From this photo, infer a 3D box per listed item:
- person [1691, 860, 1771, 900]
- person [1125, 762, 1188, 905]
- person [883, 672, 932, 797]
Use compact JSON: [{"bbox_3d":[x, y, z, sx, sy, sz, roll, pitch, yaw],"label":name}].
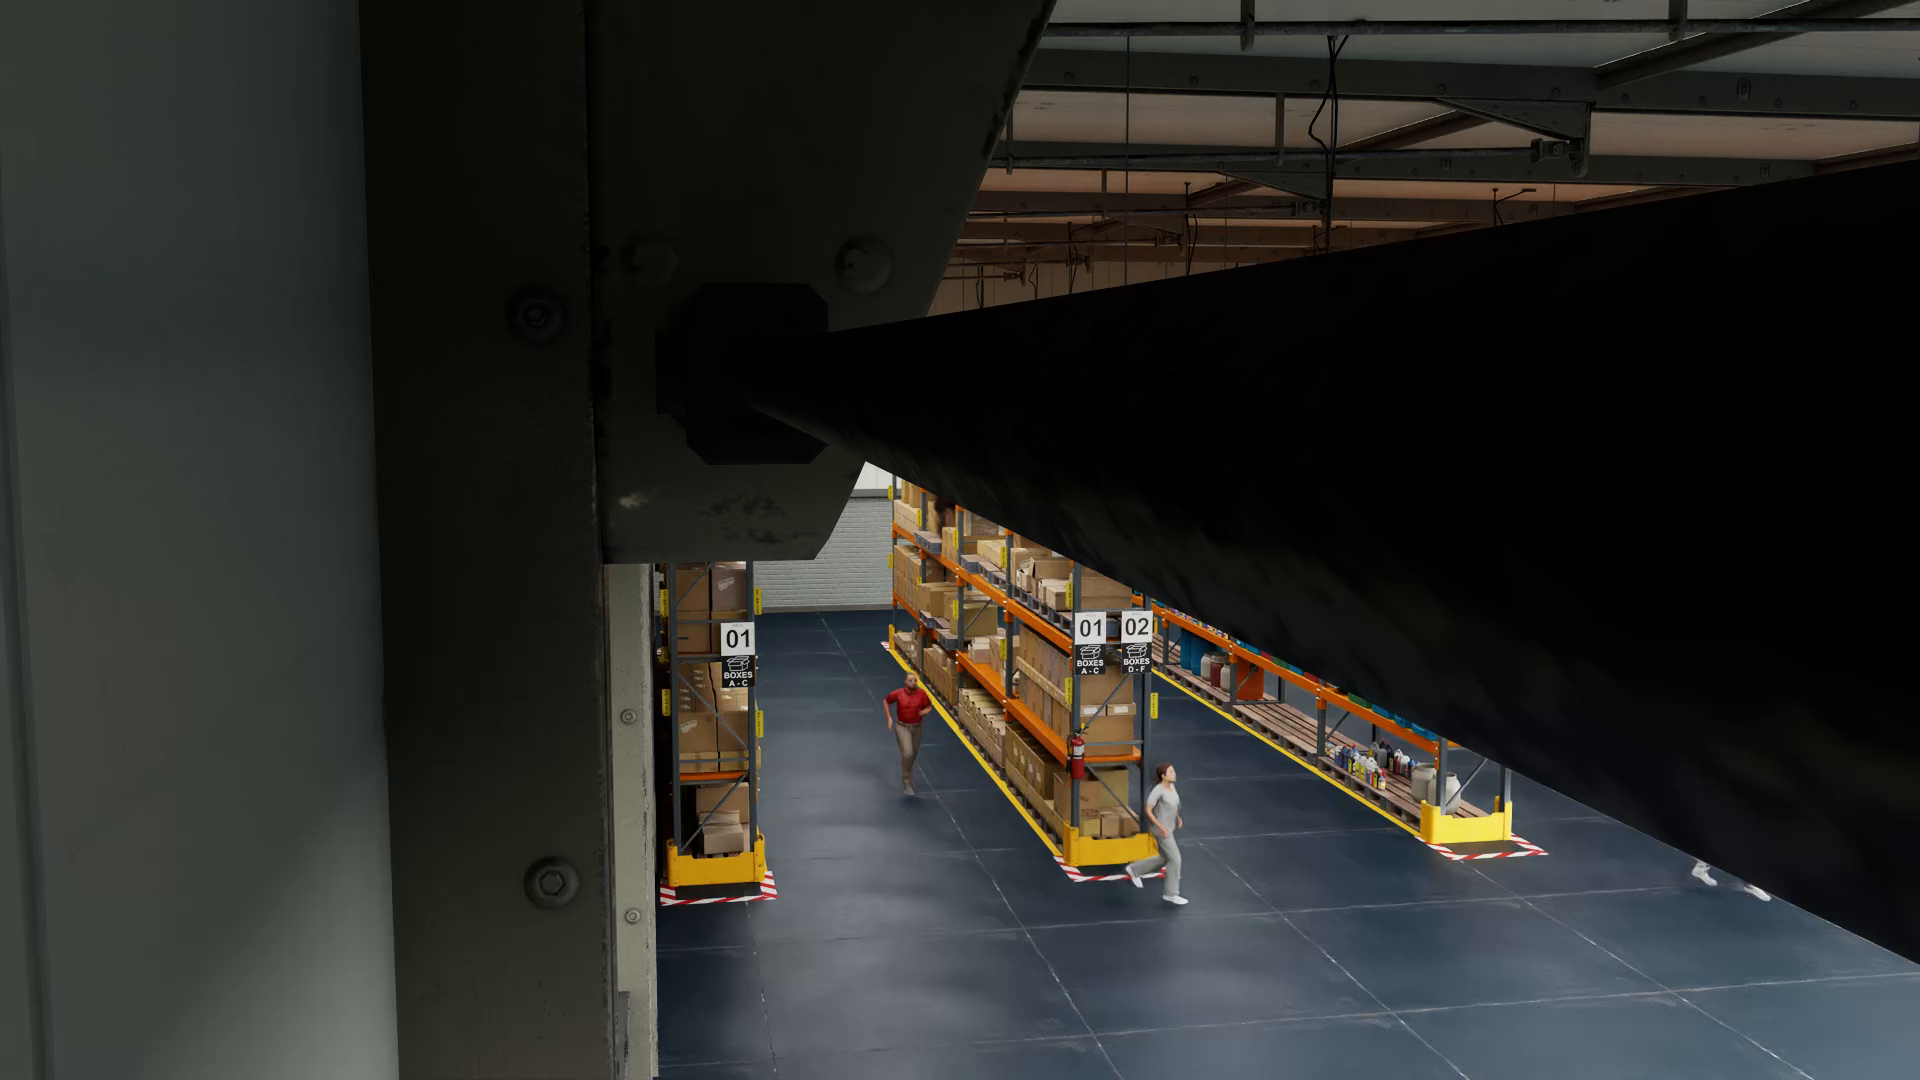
[{"bbox_3d":[9.190,3.312,19.744,0.877,1.827,0.655,3,7,24],"label":"person"},{"bbox_3d":[2.321,3.401,19.509,0.792,1.657,0.567,3,7,28],"label":"person"},{"bbox_3d":[-0.737,2.828,24.475,0.652,1.783,0.774,-3,7,-25],"label":"person"}]
